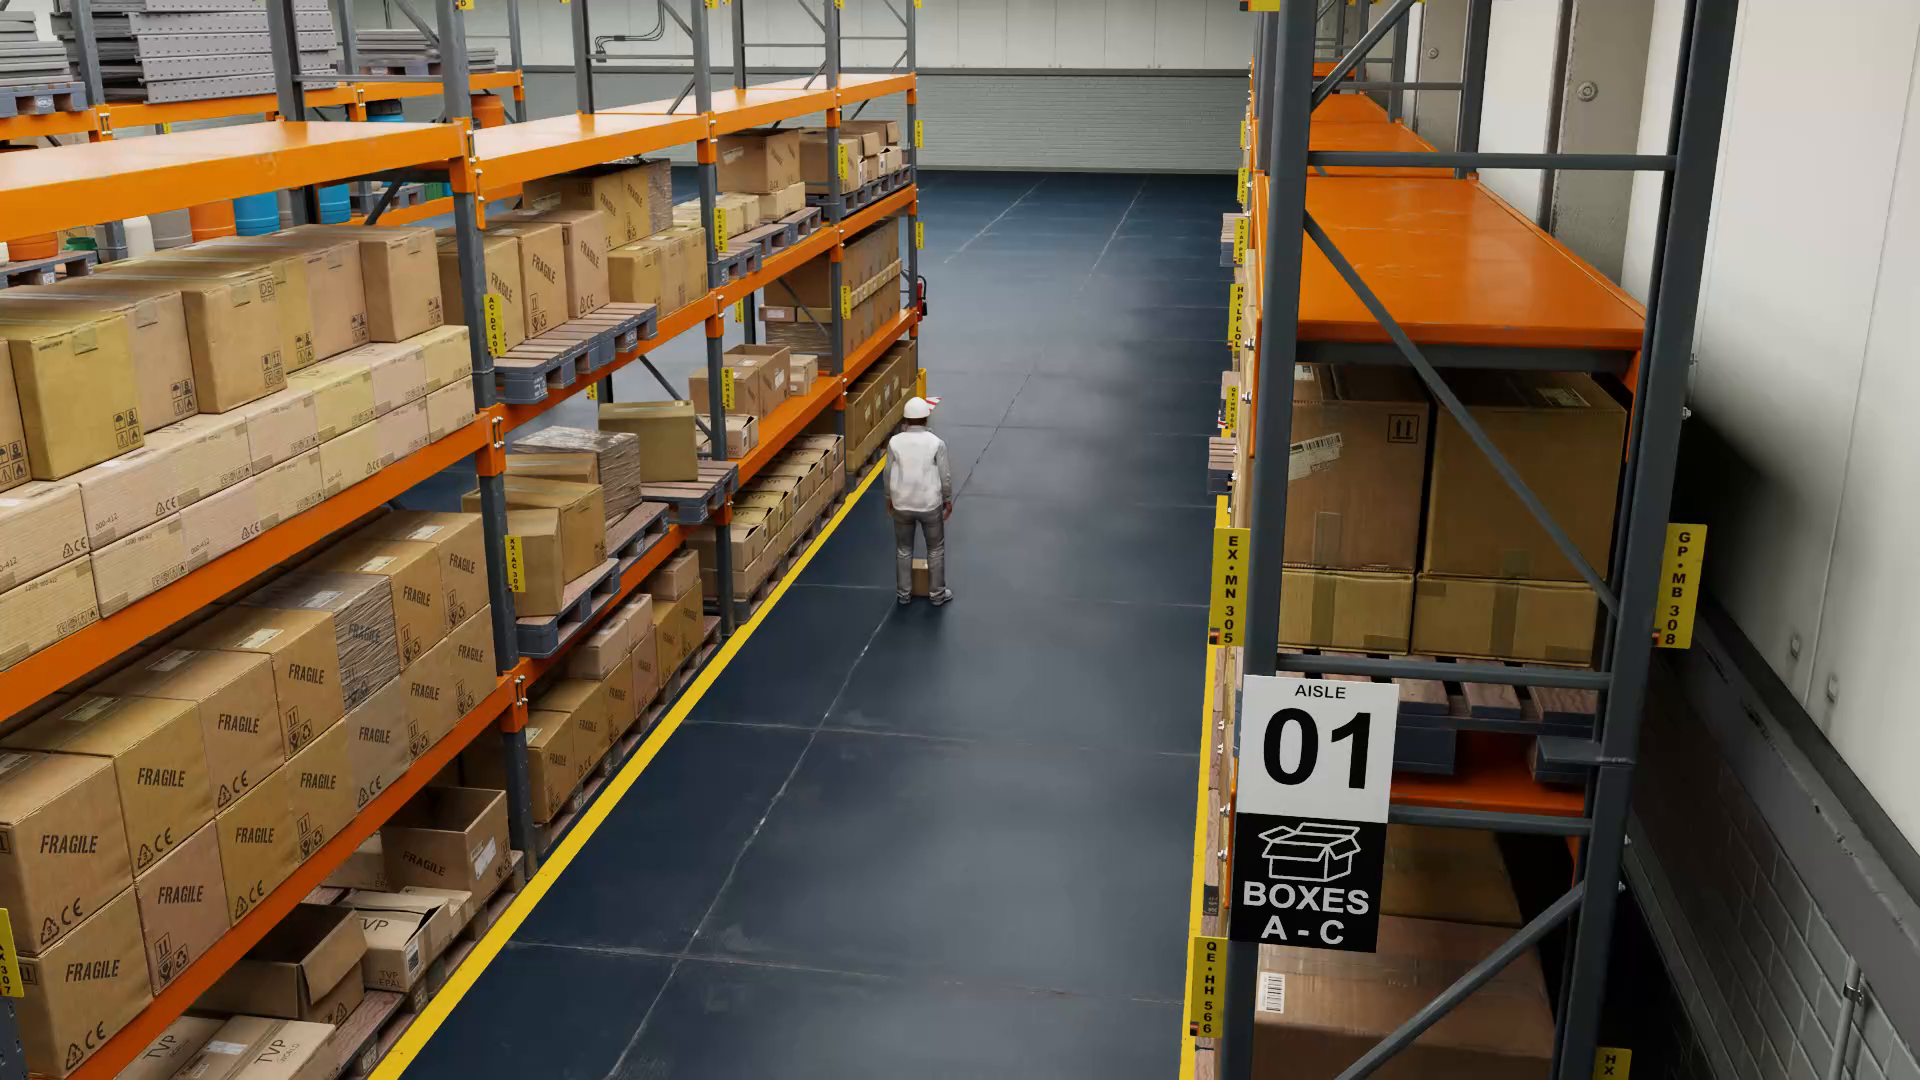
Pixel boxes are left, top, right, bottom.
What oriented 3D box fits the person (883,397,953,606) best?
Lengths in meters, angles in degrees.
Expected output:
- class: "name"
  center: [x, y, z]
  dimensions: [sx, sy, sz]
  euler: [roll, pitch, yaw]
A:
- class: "person"
  center: [-0.353, -0.320, 14.007]
  dimensions: [0.580, 1.772, 0.460]
  euler: [3, 18, 9]
